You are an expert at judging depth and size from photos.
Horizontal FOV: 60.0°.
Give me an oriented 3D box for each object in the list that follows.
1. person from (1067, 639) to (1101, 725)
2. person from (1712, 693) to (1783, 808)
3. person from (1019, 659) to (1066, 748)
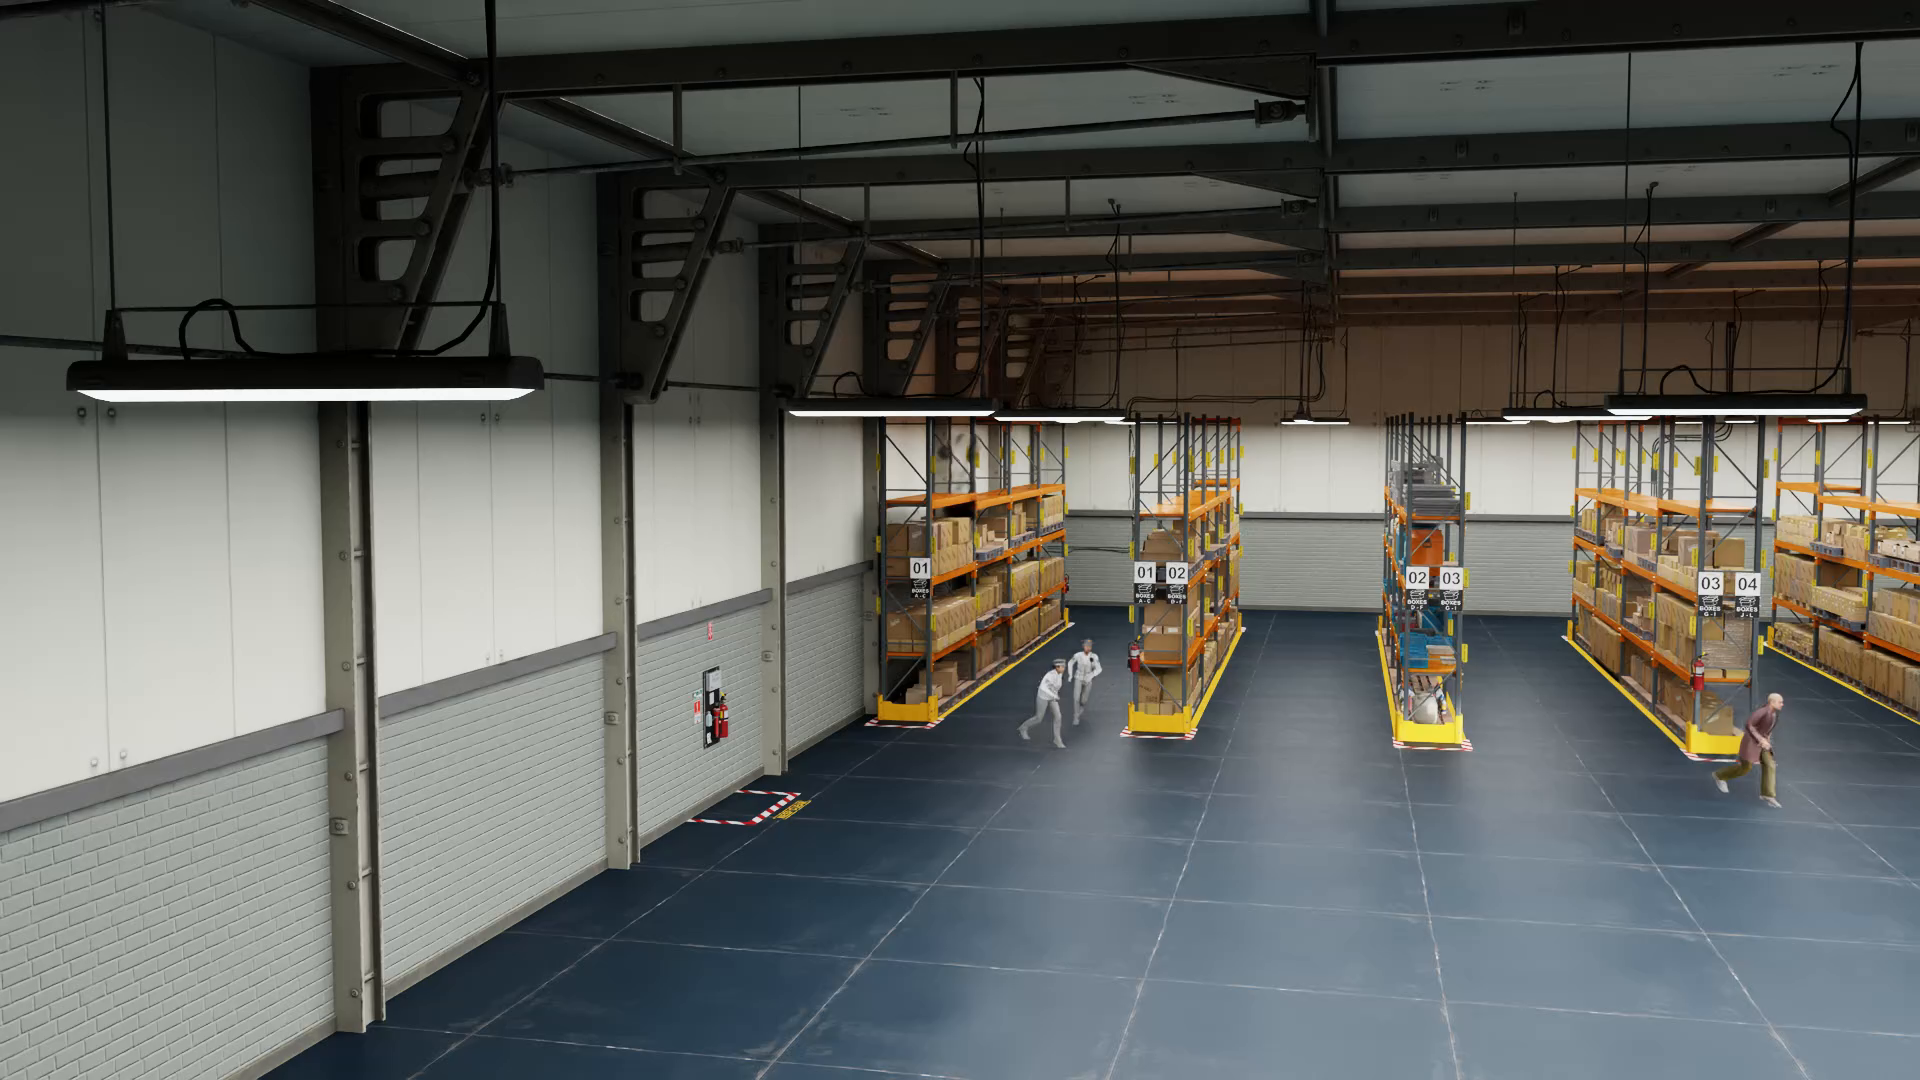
[{"bbox_3d":[2.413,2.743,32.295,0.665,1.679,0.692,0,4,6],"label":"person"},{"bbox_3d":[12.084,3.167,25.466,0.743,1.738,1.083,-4,5,-45],"label":"person"},{"bbox_3d":[1.496,2.920,29.978,0.980,1.628,0.655,2,5,31],"label":"person"}]
